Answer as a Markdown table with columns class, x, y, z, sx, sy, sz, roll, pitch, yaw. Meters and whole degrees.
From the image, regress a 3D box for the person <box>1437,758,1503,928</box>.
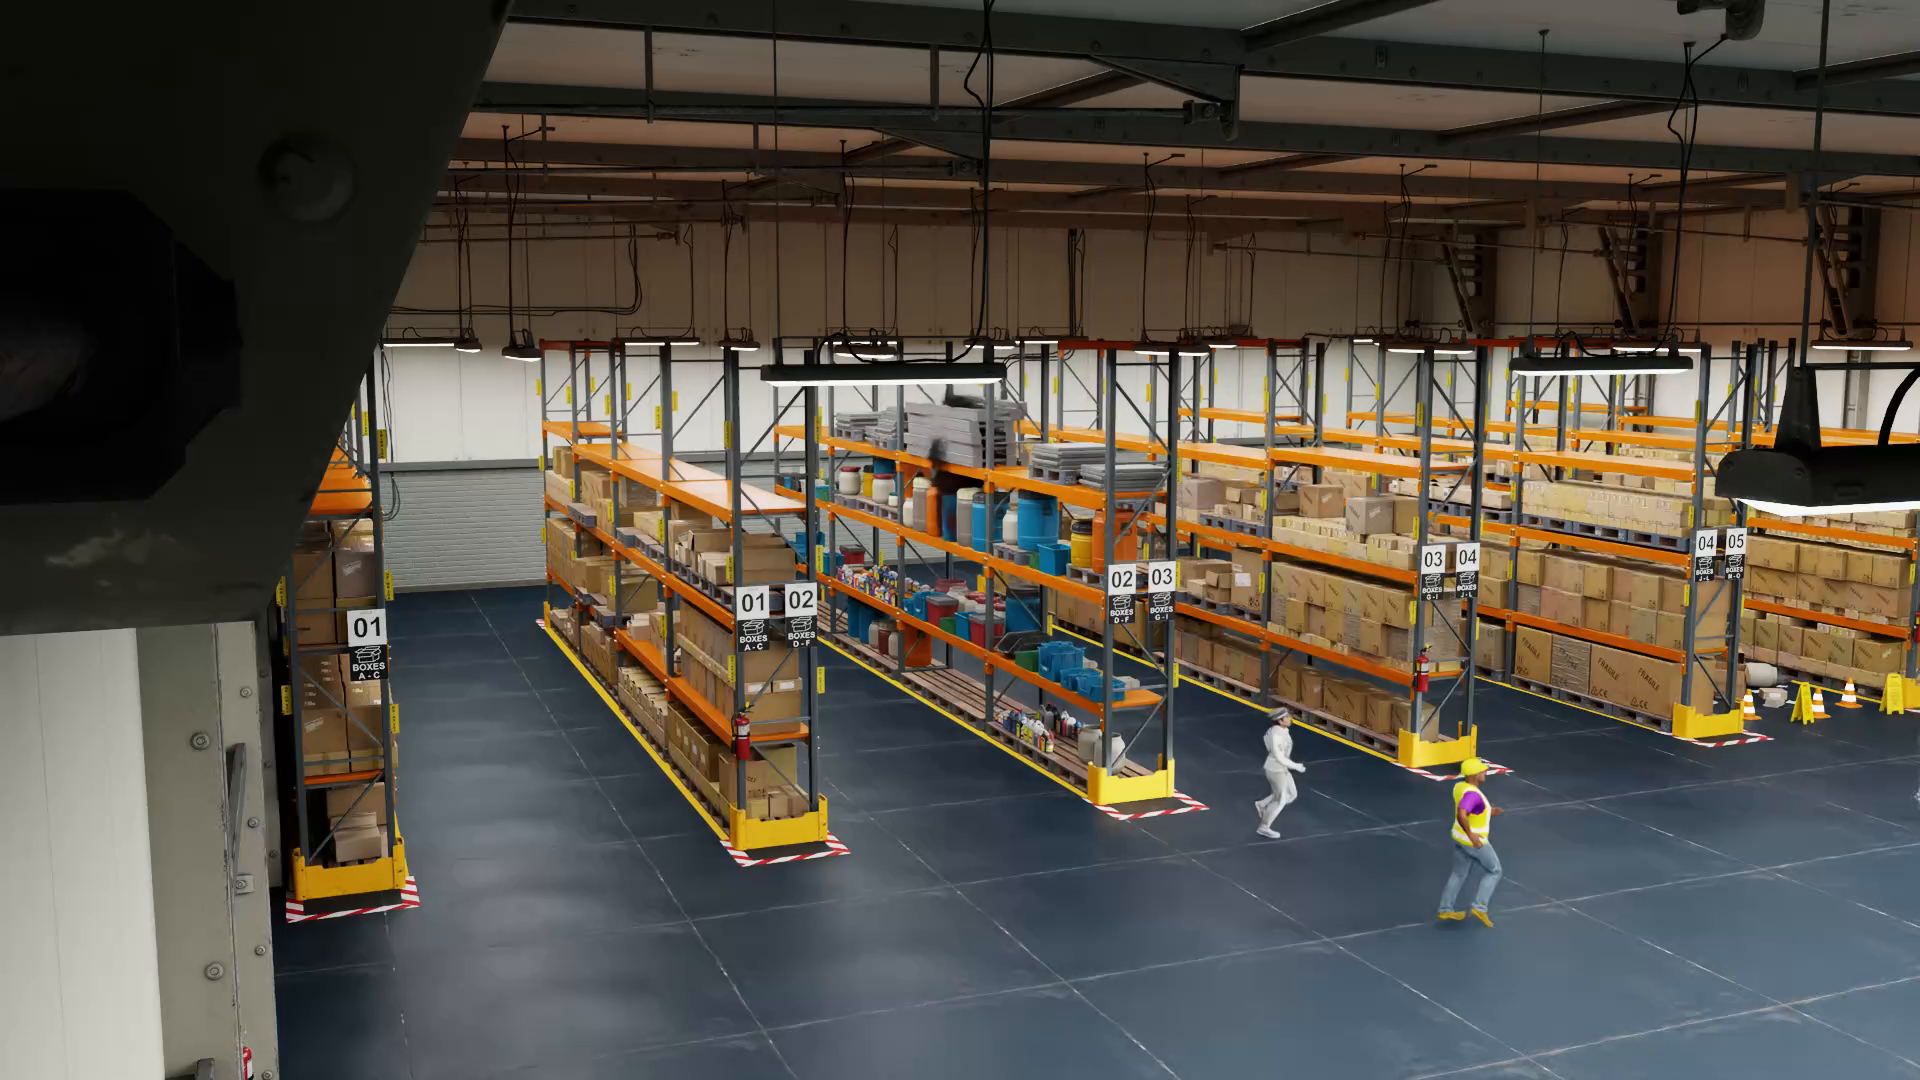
| class | x | y | z | sx | sy | sz | roll | pitch | yaw |
| --- | --- | --- | --- | --- | --- | --- | --- | --- | --- |
| person | 5.402 | 3.190 | 17.518 | 0.701 | 1.806 | 0.685 | -1 | 8 | -9 |

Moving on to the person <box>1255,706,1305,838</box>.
| class | x | y | z | sx | sy | sz | roll | pitch | yaw |
| --- | --- | --- | --- | --- | --- | --- | --- | --- | --- |
| person | 3.965 | 2.852 | 20.597 | 0.603 | 1.661 | 0.650 | 1 | 8 | 11 |
